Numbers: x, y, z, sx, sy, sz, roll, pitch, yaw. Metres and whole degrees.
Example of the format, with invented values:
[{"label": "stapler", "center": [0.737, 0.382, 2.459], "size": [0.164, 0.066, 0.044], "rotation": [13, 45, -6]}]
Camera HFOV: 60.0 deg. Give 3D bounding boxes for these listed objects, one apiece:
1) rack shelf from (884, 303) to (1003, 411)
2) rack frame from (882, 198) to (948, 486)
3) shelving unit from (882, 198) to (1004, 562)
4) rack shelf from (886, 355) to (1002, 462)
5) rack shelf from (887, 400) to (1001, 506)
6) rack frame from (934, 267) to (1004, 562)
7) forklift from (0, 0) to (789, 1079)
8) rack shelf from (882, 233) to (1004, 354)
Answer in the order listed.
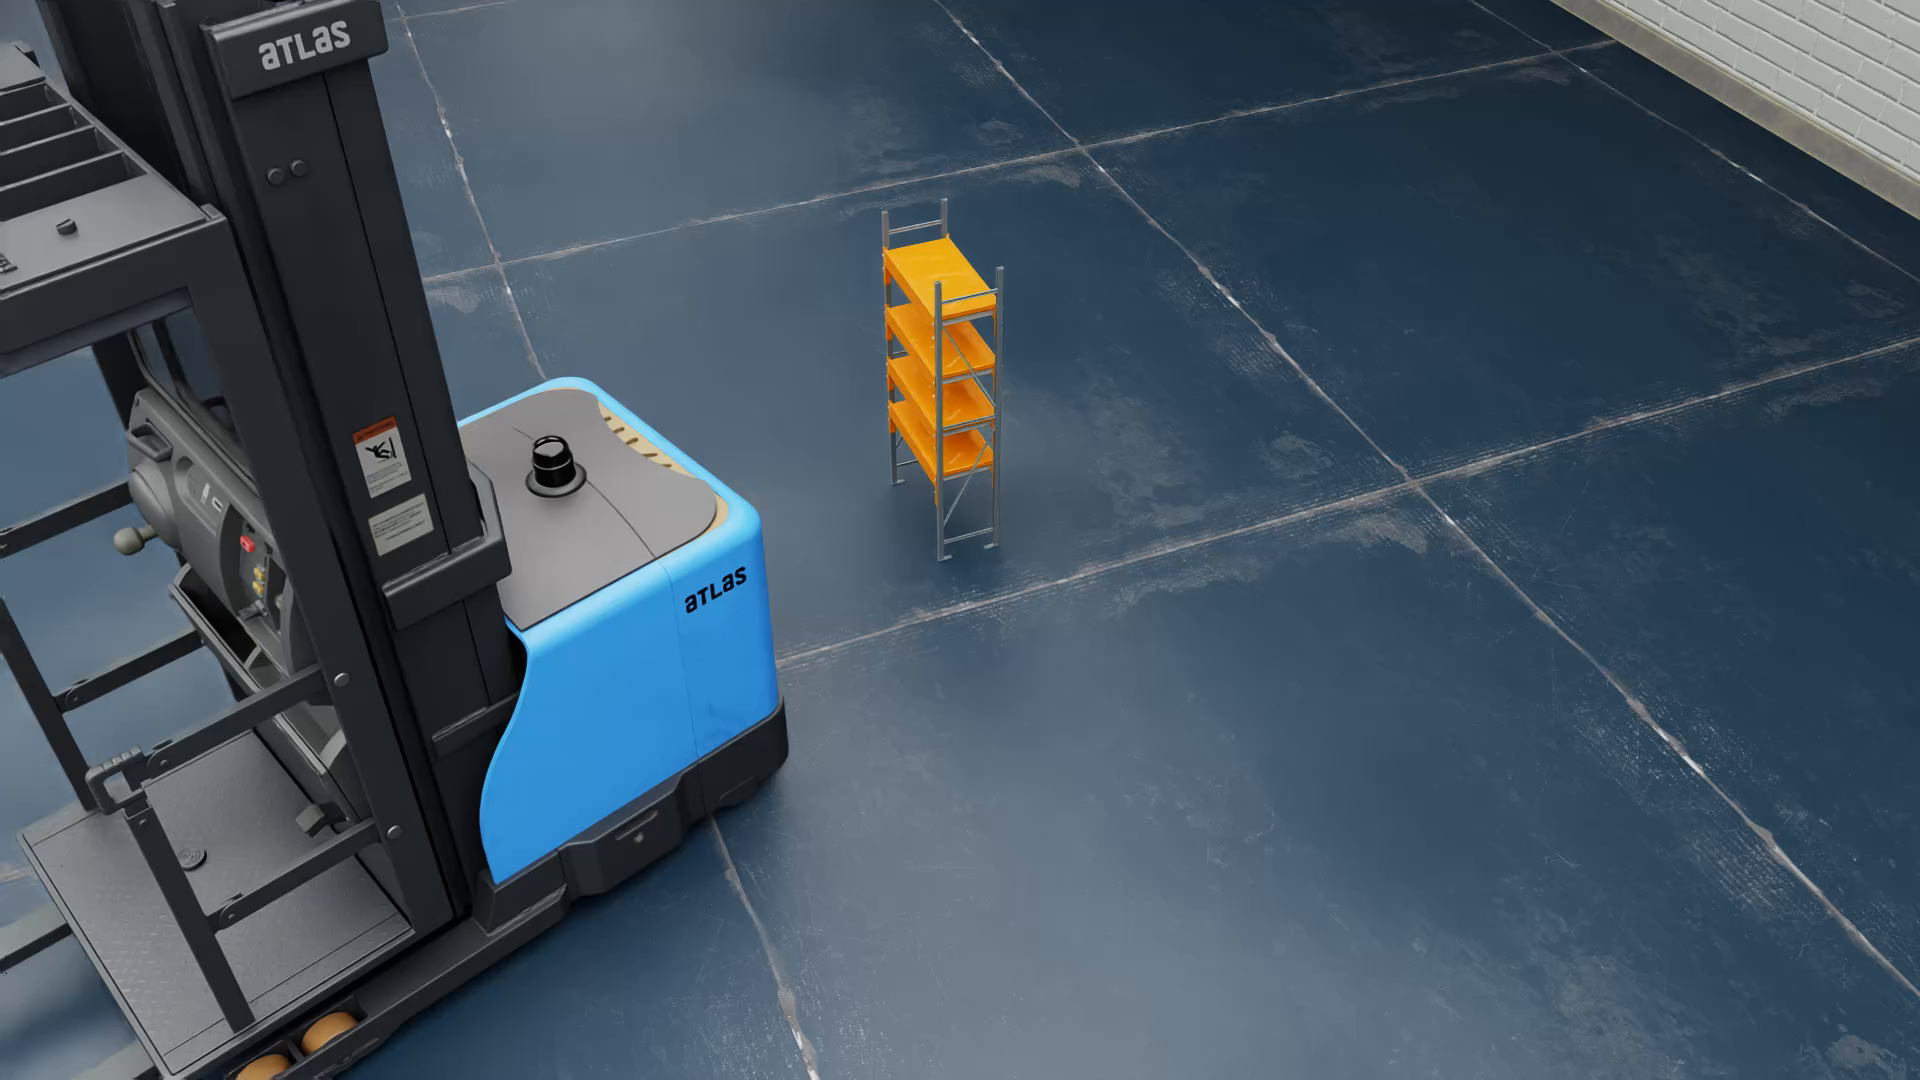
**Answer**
[{"label": "rack shelf", "center": [-0.063, -0.673, 5.873], "size": [0.258, 0.148, 0.480], "rotation": [-15, 43, -17]}, {"label": "rack frame", "center": [-0.157, -0.702, 6.146], "size": [0.240, 1.200, 0.015], "rotation": [-15, 43, -17]}, {"label": "shelving unit", "center": [-0.063, -0.555, 5.975], "size": [0.258, 1.200, 0.503], "rotation": [-15, 43, -17]}, {"label": "rack shelf", "center": [-0.063, -0.504, 6.019], "size": [0.258, 0.148, 0.480], "rotation": [-15, 43, -17]}, {"label": "rack shelf", "center": [-0.063, -0.353, 6.148], "size": [0.258, 0.148, 0.480], "rotation": [-15, 43, -17]}, {"label": "rack frame", "center": [0.030, -0.408, 5.804], "size": [0.240, 1.200, 0.015], "rotation": [-15, 43, -17]}, {"label": "forklift", "center": [-1.977, 0.045, 3.950], "size": [3.031, 2.935, 1.130], "rotation": [-31, 49, -31]}, {"label": "rack shelf", "center": [-0.063, -0.853, 5.719], "size": [0.258, 0.148, 0.480], "rotation": [-15, 43, -17]}]
